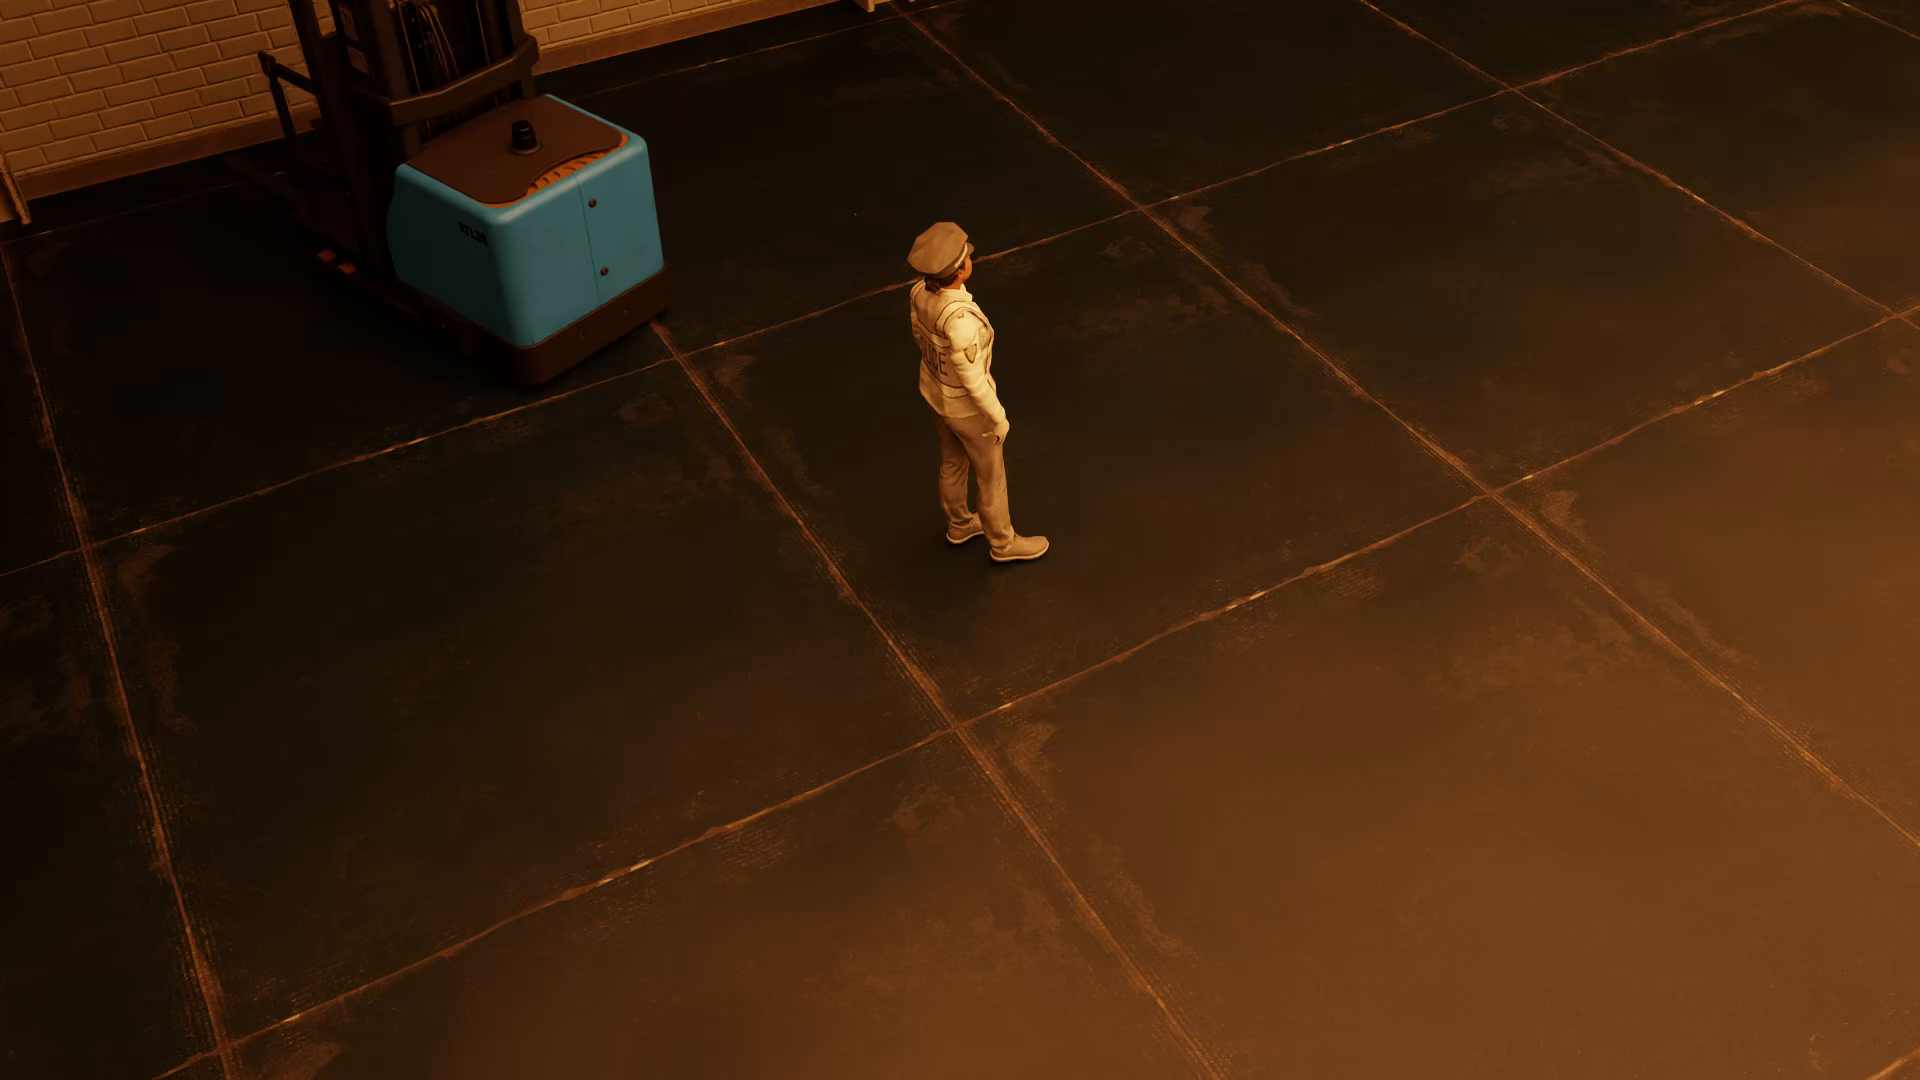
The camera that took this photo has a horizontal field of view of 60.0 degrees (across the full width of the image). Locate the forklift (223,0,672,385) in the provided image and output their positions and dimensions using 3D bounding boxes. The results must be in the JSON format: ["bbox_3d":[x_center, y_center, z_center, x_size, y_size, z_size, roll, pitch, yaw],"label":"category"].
[{"bbox_3d":[-3.048,-2.718,8.629,3.031,2.935,1.130,29,50,28],"label":"forklift"}]

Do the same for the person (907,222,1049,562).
[{"bbox_3d":[0.061,-0.646,7.292,0.533,1.696,0.588,-21,47,-21],"label":"person"}]
